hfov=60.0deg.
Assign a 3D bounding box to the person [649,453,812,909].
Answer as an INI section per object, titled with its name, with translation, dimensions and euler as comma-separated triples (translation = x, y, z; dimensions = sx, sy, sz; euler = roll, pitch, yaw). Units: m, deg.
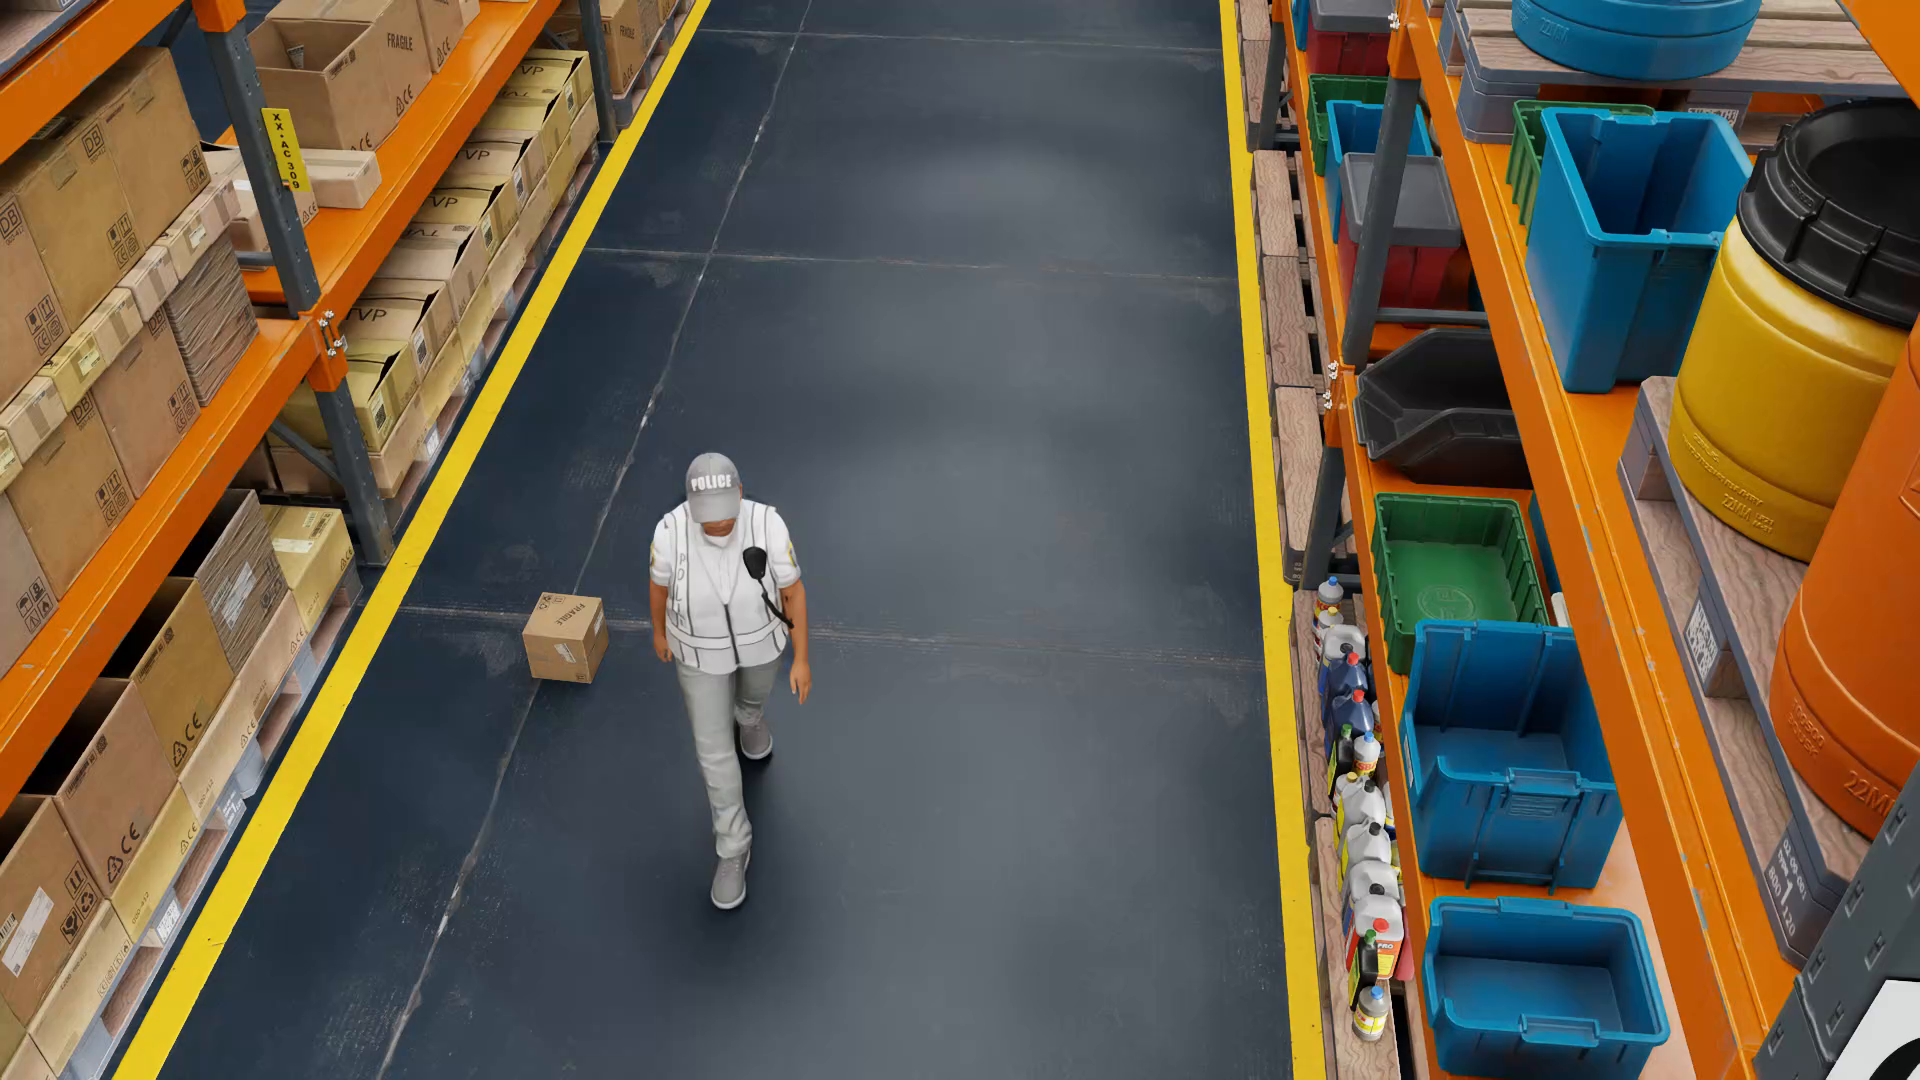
[person]
translation = -0.775, 0.375, 5.699
dimensions = 0.520, 1.600, 0.974
euler = -10, 41, -12
